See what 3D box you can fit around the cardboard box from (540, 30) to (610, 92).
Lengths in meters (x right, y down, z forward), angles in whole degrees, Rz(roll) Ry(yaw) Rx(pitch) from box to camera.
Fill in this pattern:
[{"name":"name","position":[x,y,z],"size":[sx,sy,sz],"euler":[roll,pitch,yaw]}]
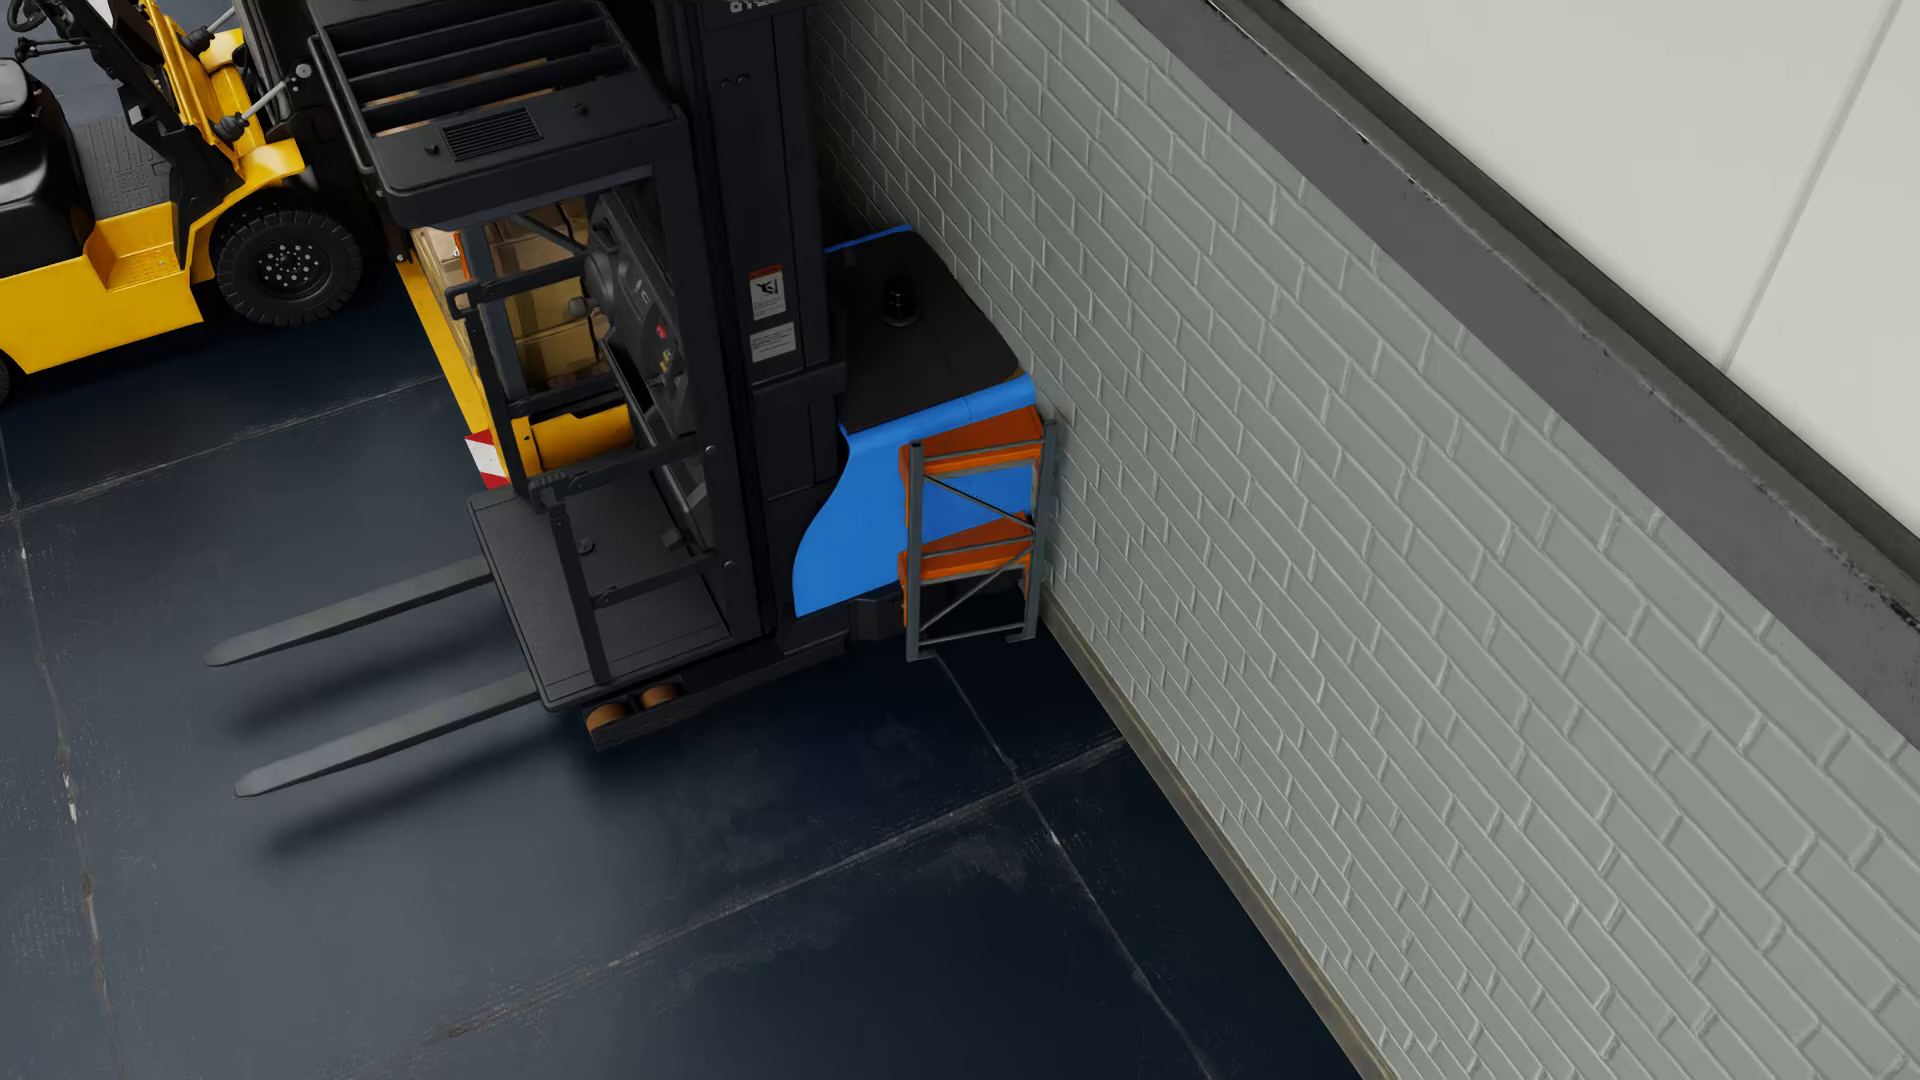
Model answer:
[{"name":"cardboard box","position":[-1.343,-1.924,6.266],"size":[0.500,0.500,0.500],"euler":[-20,52,-16]}]

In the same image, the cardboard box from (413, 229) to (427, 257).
[{"name":"cardboard box","position":[-2.084,-1.419,7.107],"size":[0.500,0.250,0.500],"euler":[-22,52,-18]}]

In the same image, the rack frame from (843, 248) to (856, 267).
[{"name":"rack frame","position":[-0.202,-0.710,6.498],"size":[0.500,1.125,0.032],"euler":[-10,49,-11]}]

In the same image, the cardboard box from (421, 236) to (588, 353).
[{"name":"cardboard box","position":[-1.864,-1.080,6.810],"size":[0.500,0.250,0.500],"euler":[-22,52,-18]}]

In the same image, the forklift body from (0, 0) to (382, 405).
[{"name":"forklift body","position":[-3.853,-1.825,6.810],"size":[2.313,2.155,1.214],"euler":[-21,52,-18]}]

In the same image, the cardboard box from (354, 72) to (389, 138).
[{"name":"cardboard box","position":[-2.330,-1.901,7.196],"size":[0.500,0.250,0.500],"euler":[-21,52,-17]}]

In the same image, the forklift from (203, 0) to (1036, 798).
[{"name":"forklift","position":[-1.217,-0.677,5.288],"size":[3.031,2.935,1.130],"euler":[-20,52,-17]}]

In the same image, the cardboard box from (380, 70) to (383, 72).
[{"name":"cardboard box","position":[-2.051,-2.086,6.408],"size":[0.500,0.500,0.500],"euler":[-20,52,-16]}]

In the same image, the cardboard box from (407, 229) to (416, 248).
[{"name":"cardboard box","position":[-2.299,-1.577,7.577],"size":[0.500,0.250,0.500],"euler":[-21,52,-17]}]

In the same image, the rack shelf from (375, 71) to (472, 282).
[{"name":"rack shelf","position":[-2.278,-2.566,7.372],"size":[1.077,0.370,4.000],"euler":[-21,52,-18]}]

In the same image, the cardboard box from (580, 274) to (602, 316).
[{"name":"cardboard box","position":[-1.394,-1.248,6.957],"size":[0.500,0.250,0.500],"euler":[-20,52,-17]}]

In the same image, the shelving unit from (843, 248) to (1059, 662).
[{"name":"shelving unit","position":[-0.070,-0.342,6.173],"size":[0.538,1.125,1.048],"euler":[-10,49,-11]}]

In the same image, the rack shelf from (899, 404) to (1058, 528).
[{"name":"rack shelf","position":[-0.060,-0.538,5.955],"size":[0.538,0.278,1.000],"euler":[-10,49,-11]}]

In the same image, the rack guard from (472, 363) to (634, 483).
[{"name":"rack guard","position":[-1.352,-0.625,6.857],"size":[1.175,0.500,0.348],"euler":[-21,52,-18]}]

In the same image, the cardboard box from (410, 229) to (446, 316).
[{"name":"cardboard box","position":[-2.078,-1.239,7.281],"size":[0.500,0.250,0.500],"euler":[-21,52,-18]}]

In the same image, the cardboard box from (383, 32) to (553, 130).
[{"name":"cardboard box","position":[-1.822,-1.736,6.102],"size":[0.500,0.500,0.500],"euler":[-22,52,-18]}]

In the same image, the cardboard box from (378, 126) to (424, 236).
[{"name":"cardboard box","position":[-2.090,-1.567,6.904],"size":[0.500,0.250,0.500],"euler":[-20,52,-17]}]

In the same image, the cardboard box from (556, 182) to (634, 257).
[{"name":"cardboard box","position":[-1.415,-1.413,6.769],"size":[0.500,0.250,0.500],"euler":[-22,52,-18]}]

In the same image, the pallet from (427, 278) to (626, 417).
[{"name":"pallet","position":[-1.750,-1.043,7.415],"size":[1.003,0.211,1.213],"euler":[-21,52,-18]}]

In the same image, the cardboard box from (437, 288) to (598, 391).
[{"name":"cardboard box","position":[-1.859,-0.903,6.987],"size":[0.500,0.250,0.500],"euler":[-21,52,-17]}]

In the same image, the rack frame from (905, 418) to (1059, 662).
[{"name":"rack frame","position":[0.061,0.026,5.848],"size":[0.500,1.125,0.032],"euler":[-10,49,-11]}]

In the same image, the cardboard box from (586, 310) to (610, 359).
[{"name":"cardboard box","position":[-1.414,-1.093,7.154],"size":[0.500,0.250,0.500],"euler":[-21,52,-17]}]

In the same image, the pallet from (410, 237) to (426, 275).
[{"name":"pallet","position":[-2.305,-1.859,8.128],"size":[1.003,0.211,1.213],"euler":[-21,52,-18]}]

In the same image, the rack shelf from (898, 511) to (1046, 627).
[{"name":"rack shelf","position":[-0.079,-0.179,6.354],"size":[0.538,0.278,1.000],"euler":[-10,49,-11]}]

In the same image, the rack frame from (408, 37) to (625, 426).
[{"name":"rack frame","position":[-1.363,-1.464,5.930],"size":[1.000,3.000,0.127],"euler":[-21,52,-18]}]

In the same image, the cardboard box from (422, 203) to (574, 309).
[{"name":"cardboard box","position":[-1.851,-1.227,6.606],"size":[0.500,0.250,0.500],"euler":[-20,52,-16]}]
